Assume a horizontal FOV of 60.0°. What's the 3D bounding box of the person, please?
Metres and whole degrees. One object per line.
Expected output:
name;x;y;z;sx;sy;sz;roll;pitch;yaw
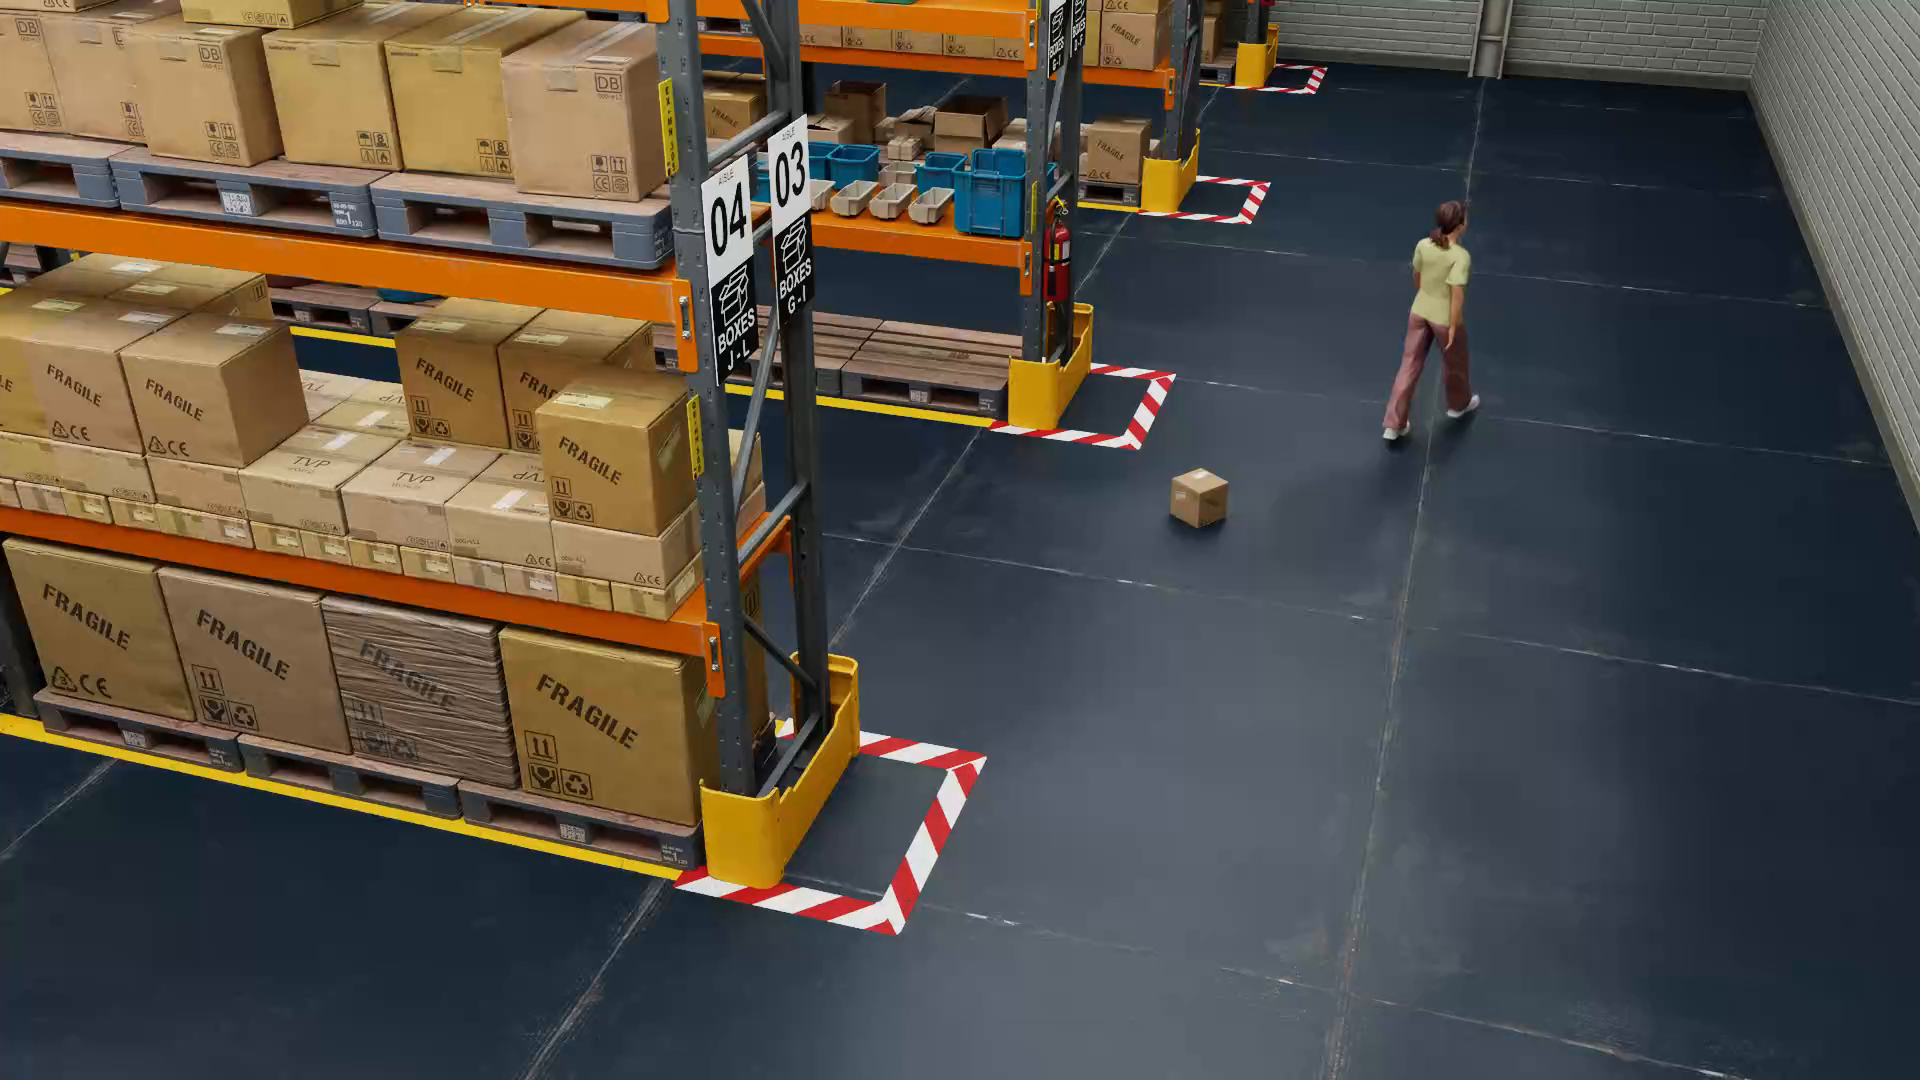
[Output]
person;3.258;-1.524;11.212;0.995;1.612;0.472;-25;38;-37
